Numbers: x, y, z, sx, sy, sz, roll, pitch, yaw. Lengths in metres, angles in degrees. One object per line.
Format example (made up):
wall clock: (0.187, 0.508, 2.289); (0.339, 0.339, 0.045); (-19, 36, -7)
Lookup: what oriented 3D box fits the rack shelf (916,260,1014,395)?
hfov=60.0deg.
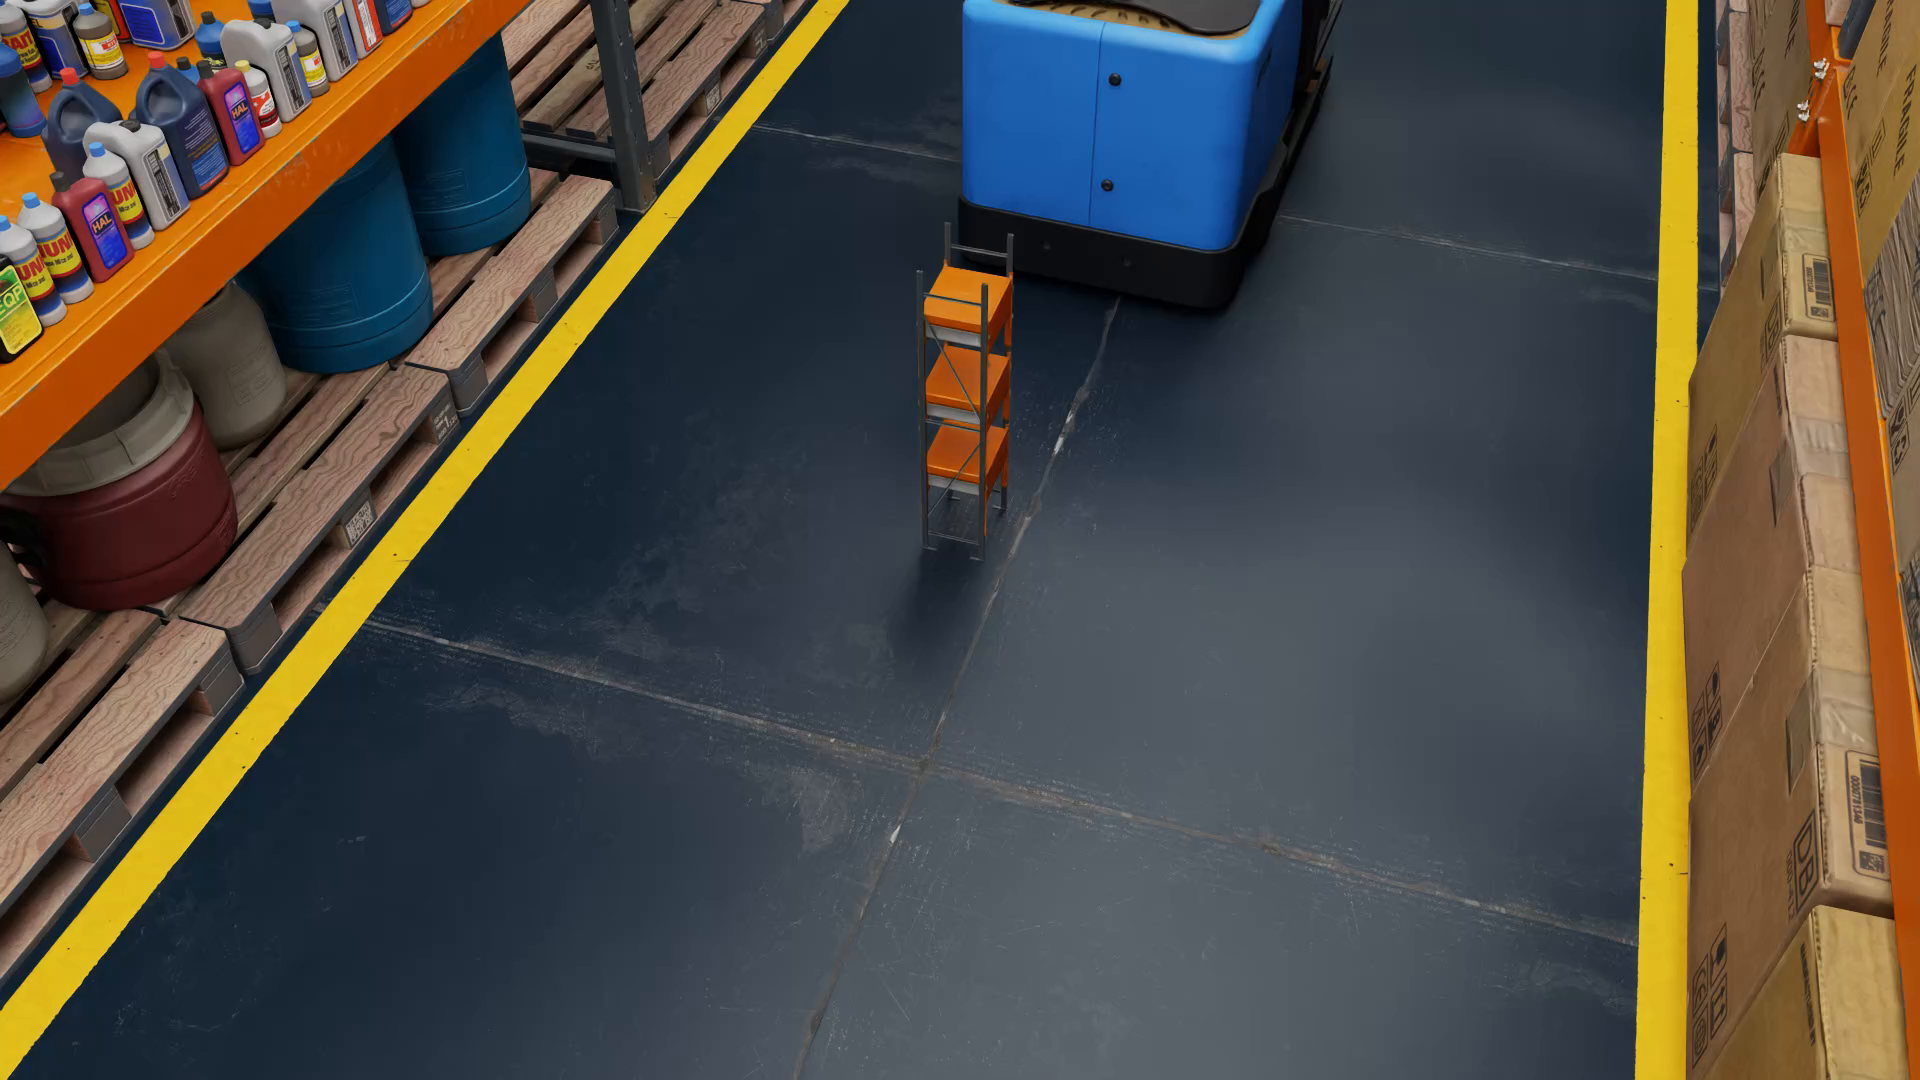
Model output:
rack shelf: (0.016, -0.606, 4.728); (0.215, 0.259, 0.240); (13, 46, 13)

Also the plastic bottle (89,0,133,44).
plastic bottle: (-2.485, -1.606, 4.836); (0.152, 0.276, 0.135); (13, 46, 13)

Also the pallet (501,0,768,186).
pallet: (-1.516, -1.997, 7.140); (1.003, 0.211, 1.213); (13, 46, 13)

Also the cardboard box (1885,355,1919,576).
cardboard box: (2.187, -0.214, 3.253); (0.500, 0.500, 0.500); (13, 46, 13)

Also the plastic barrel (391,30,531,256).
plastic barrel: (-1.882, -1.537, 5.876); (0.600, 0.901, 0.708); (13, 46, 13)

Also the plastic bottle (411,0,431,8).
plastic bottle: (-1.668, -1.796, 4.976); (0.144, 0.351, 0.185); (13, 46, 13)

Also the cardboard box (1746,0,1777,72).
cardboard box: (3.837, -2.453, 6.831); (0.875, 0.875, 0.875); (13, 46, 13)

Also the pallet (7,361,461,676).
pallet: (-2.342, -0.178, 5.281); (1.003, 0.211, 1.213); (13, 46, 13)

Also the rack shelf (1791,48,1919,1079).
rack shelf: (2.413, 0.144, 3.473); (1.077, 0.370, 4.000); (13, 46, 13)

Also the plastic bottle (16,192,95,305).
plastic bottle: (-2.133, -0.691, 3.903); (0.097, 0.271, 0.097); (0, 44, 0)

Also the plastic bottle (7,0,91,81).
plastic bottle: (-2.555, -1.452, 4.678); (0.152, 0.276, 0.135); (13, 46, 13)

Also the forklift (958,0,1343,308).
forklift: (0.970, -2.931, 6.150); (1.130, 2.935, 3.031); (14, 46, 14)

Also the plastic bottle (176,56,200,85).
plastic bottle: (-1.994, -1.135, 4.358); (0.097, 0.271, 0.097); (0, 44, 0)

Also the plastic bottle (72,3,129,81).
plastic bottle: (-2.431, -1.411, 4.689); (0.097, 0.201, 0.097); (0, 44, 0)

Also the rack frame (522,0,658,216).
rack frame: (-1.701, -2.496, 5.656); (1.000, 3.000, 0.127); (13, 46, 13)

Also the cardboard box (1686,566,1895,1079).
cardboard box: (2.314, 0.781, 3.526); (1.225, 0.875, 0.875); (13, 46, 13)

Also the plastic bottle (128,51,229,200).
plastic bottle: (-2.002, -1.062, 4.226); (0.144, 0.351, 0.185); (13, 46, 13)

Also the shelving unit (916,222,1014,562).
shelving unit: (0.016, -0.411, 4.919); (0.215, 1.050, 0.252); (13, 46, 13)

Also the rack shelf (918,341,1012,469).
rack shelf: (0.016, -0.403, 4.927); (0.215, 0.259, 0.240); (13, 46, 13)

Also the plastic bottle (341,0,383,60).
plastic bottle: (-1.776, -1.541, 4.768); (0.152, 0.276, 0.135); (13, 46, 13)

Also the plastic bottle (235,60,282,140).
plastic bottle: (-1.896, -1.186, 4.460); (0.097, 0.201, 0.097); (0, 44, 0)

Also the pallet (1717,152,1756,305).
pallet: (3.324, -0.940, 6.060); (1.003, 0.211, 1.213); (13, 46, 13)

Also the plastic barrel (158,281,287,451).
plastic barrel: (-2.353, -0.568, 5.164); (0.421, 0.512, 0.421); (0, 44, 0)

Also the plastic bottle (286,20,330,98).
plastic bottle: (-1.826, -1.341, 4.618); (0.097, 0.201, 0.097); (0, 44, 0)

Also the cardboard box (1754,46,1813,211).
cardboard box: (3.295, -1.260, 5.612); (0.875, 0.875, 0.875); (13, 46, 13)

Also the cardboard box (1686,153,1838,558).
cardboard box: (2.844, -0.406, 4.740); (1.225, 0.875, 0.875); (13, 46, 13)

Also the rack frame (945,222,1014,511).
rack frame: (0.053, -0.492, 5.002); (0.200, 1.050, 0.008); (13, 46, 13)

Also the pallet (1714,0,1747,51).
pallet: (4.063, -2.567, 7.722); (1.003, 0.211, 1.213); (13, 46, 13)

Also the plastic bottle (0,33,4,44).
plastic bottle: (-2.646, -1.314, 4.540); (0.097, 0.271, 0.097); (0, 44, 0)

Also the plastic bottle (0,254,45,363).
plastic bottle: (-2.180, -0.550, 3.750); (0.061, 0.283, 0.133); (13, 46, 13)

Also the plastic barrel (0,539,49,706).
plastic barrel: (-2.695, 0.185, 4.395); (0.421, 0.512, 0.421); (0, 44, 0)

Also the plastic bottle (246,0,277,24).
plastic bottle: (-1.941, -1.463, 4.693); (0.097, 0.271, 0.097); (0, 44, 0)

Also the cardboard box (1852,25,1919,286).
cardboard box: (2.490, -0.893, 3.947); (0.500, 0.500, 0.500); (13, 46, 13)

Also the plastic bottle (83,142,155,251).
plastic bottle: (-2.063, -0.845, 4.061); (0.097, 0.271, 0.097); (0, 44, 0)
